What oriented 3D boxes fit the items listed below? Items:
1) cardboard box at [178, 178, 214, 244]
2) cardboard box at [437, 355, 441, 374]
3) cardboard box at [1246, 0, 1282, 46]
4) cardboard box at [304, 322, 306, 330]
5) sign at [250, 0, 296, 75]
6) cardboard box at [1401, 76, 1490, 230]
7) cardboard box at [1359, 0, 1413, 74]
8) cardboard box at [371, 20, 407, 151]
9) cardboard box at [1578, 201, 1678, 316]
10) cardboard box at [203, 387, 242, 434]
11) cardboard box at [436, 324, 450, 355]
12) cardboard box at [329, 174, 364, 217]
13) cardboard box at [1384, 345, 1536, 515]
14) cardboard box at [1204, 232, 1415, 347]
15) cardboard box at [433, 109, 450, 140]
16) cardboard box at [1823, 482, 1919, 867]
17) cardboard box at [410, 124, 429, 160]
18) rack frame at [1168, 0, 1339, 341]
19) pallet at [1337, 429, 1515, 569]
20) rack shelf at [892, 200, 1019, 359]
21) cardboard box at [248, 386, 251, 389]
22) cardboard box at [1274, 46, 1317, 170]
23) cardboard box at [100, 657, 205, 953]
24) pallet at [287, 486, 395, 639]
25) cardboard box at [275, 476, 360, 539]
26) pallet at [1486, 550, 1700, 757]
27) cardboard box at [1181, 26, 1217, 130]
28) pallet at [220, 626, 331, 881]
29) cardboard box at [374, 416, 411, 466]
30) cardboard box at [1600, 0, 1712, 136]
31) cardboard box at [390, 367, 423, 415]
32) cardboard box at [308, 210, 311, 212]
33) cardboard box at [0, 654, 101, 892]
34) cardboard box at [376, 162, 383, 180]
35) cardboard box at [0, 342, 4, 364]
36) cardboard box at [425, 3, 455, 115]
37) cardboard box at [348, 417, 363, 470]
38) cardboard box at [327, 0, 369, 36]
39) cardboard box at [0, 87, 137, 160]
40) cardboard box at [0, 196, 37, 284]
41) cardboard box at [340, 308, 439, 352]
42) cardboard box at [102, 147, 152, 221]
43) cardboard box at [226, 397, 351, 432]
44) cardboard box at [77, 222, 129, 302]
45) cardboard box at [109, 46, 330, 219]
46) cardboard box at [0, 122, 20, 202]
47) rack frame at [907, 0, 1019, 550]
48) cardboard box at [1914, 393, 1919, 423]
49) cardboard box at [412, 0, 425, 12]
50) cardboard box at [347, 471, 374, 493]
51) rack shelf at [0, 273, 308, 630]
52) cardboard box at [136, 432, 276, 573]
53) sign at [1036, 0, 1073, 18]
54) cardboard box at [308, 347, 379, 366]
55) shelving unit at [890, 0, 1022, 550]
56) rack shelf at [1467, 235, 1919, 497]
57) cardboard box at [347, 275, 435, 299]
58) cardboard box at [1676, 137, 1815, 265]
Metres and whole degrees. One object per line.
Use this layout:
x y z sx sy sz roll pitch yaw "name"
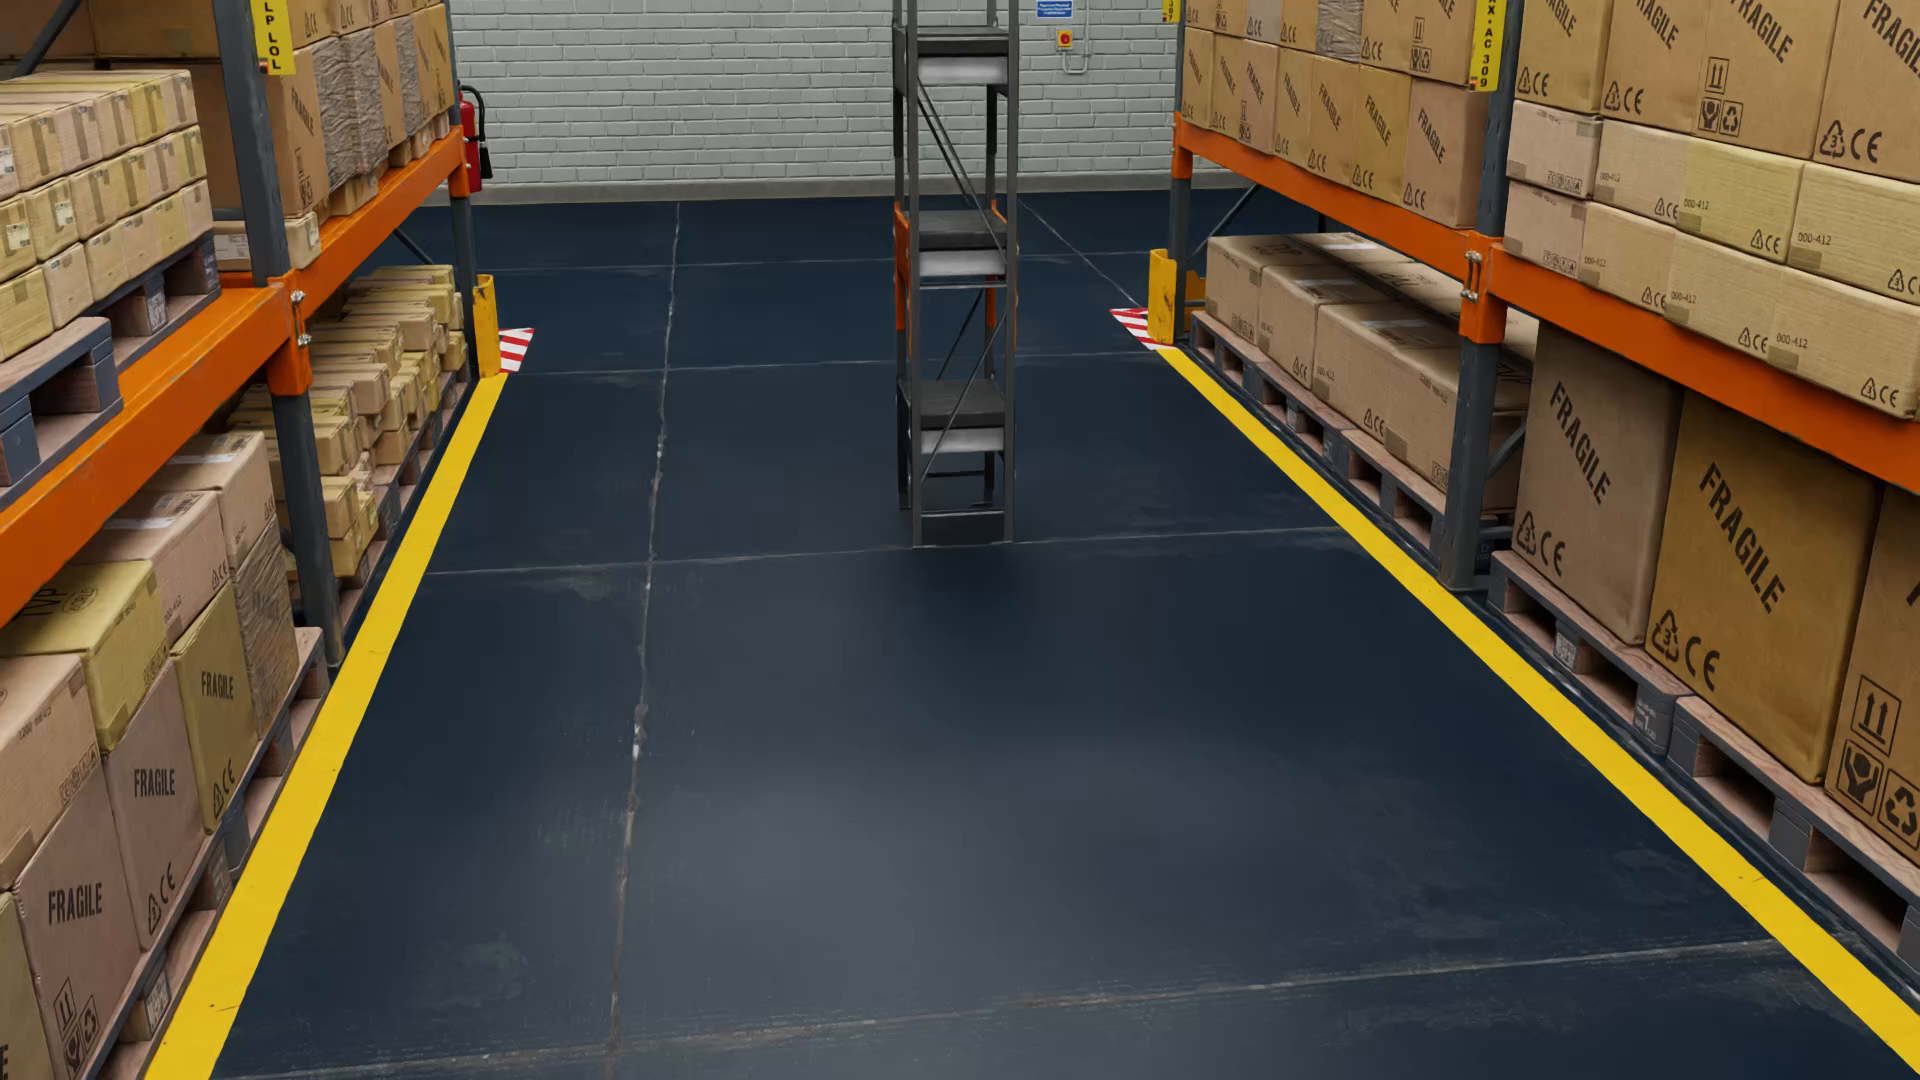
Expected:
-2.324 -0.918 4.645 0.380 0.149 0.250 -3 21 -9 "cardboard box"
-2.781 -0.861 8.208 0.380 0.149 0.250 -3 21 -8 "cardboard box"
1.681 -2.614 7.856 0.500 0.500 0.500 -3 21 -8 "cardboard box"
-3.198 -0.931 7.546 0.380 0.149 0.250 -2 21 -6 "cardboard box"
-2.028 -1.538 4.891 0.100 0.325 0.005 -3 21 -8 "sign"
1.987 -1.445 6.156 0.500 0.500 0.500 -3 21 -7 "cardboard box"
1.900 -2.092 6.457 0.500 0.500 0.500 -3 21 -9 "cardboard box"
-2.621 -1.868 6.862 0.500 0.500 0.500 -2 21 -5 "cardboard box"
2.185 -0.836 4.881 0.500 0.250 0.500 -3 21 -9 "cardboard box"
-2.965 -0.482 6.344 0.380 0.149 0.250 -2 21 -6 "cardboard box"
-2.719 -1.003 8.165 0.380 0.149 0.250 -4 21 -10 "cardboard box"
-2.500 -1.323 6.331 0.380 0.149 0.250 -3 21 -7 "cardboard box"
2.322 -0.470 6.749 0.875 0.438 0.875 -3 21 -9 "cardboard box"
1.924 -1.409 9.262 0.875 0.438 0.875 -4 21 -10 "cardboard box"
-2.827 -2.135 8.504 0.380 0.149 0.250 -3 21 -8 "cardboard box"
2.742 0.380 3.847 0.875 0.875 0.875 -3 21 -7 "cardboard box"
-2.717 -1.873 7.804 0.380 0.149 0.250 -2 21 -6 "cardboard box"
1.730 -2.636 9.486 1.000 3.000 0.127 -3 21 -8 "rack frame"
2.275 -0.212 6.981 1.003 0.211 1.213 -3 21 -8 "pallet"
-0.024 -1.028 6.507 0.431 0.518 0.480 -3 21 -8 "rack shelf"
-3.055 -0.612 7.117 0.380 0.149 0.250 -2 21 -5 "cardboard box"
1.760 -1.979 7.583 0.500 0.500 0.500 -2 21 -6 "cardboard box"
-2.078 0.607 3.776 0.500 0.500 0.500 -3 21 -9 "cardboard box"
-2.709 0.109 6.121 1.003 0.211 1.213 -3 21 -8 "pallet"
-2.313 -0.108 5.768 0.380 0.149 0.250 -2 21 -5 "cardboard box"
2.492 0.319 5.561 1.003 0.211 1.213 -3 21 -8 "pallet"
1.515 -2.502 8.985 0.500 0.500 0.500 -3 21 -8 "cardboard box"
-2.463 0.610 4.782 1.003 0.211 1.213 -3 21 -8 "pallet"
-2.539 -0.417 7.019 0.380 0.149 0.250 -3 21 -9 "cardboard box"
2.186 -1.424 4.671 0.500 0.500 0.500 -3 21 -8 "cardboard box"
-2.545 -0.641 7.195 0.380 0.149 0.250 -3 21 -7 "cardboard box"
-2.405 -1.049 5.596 0.380 0.149 0.250 -2 21 -6 "cardboard box"
-1.992 0.443 3.143 0.500 0.250 0.500 -3 21 -7 "cardboard box"
-2.674 -1.593 7.054 0.380 0.149 0.250 -3 21 -7 "cardboard box"
-2.094 -0.374 3.190 0.380 0.149 0.250 -4 21 -10 "cardboard box"
-2.834 -2.395 8.272 0.500 0.500 0.500 -2 21 -7 "cardboard box"
-2.545 -0.368 6.462 0.380 0.149 0.250 -4 21 -11 "cardboard box"
-2.533 -2.144 6.172 0.500 0.500 0.500 -3 21 -7 "cardboard box"
-2.251 -1.012 4.048 0.380 0.149 0.250 -4 21 -9 "cardboard box"
-2.131 -0.600 3.370 0.380 0.149 0.250 -3 21 -8 "cardboard box"
-2.616 -0.964 7.635 0.380 0.149 0.250 -2 21 -6 "cardboard box"
-2.252 -0.879 4.118 0.380 0.149 0.250 -2 21 -5 "cardboard box"
-2.488 -0.419 6.175 0.380 0.149 0.250 -3 21 -9 "cardboard box"
-2.216 -0.655 3.940 0.380 0.149 0.250 -4 21 -11 "cardboard box"
-2.399 -1.336 5.439 0.500 0.500 0.500 -3 21 -9 "cardboard box"
-2.139 -0.743 3.328 0.380 0.149 0.250 -4 21 -10 "cardboard box"
0.011 -0.956 6.276 0.400 2.100 0.015 -3 21 -8 "rack frame"
2.408 -0.309 3.470 0.500 0.250 0.500 -3 21 -8 "cardboard box"
-2.769 -2.684 7.619 0.500 0.500 0.500 -4 21 -10 "cardboard box"
-2.437 -0.145 6.292 0.380 0.149 0.250 -3 21 -8 "cardboard box"
-2.289 0.063 3.288 1.077 0.370 4.000 -3 21 -8 "rack shelf"
-2.220 -0.098 4.592 0.500 0.250 0.500 -3 21 -9 "cardboard box"
0.838 -4.732 14.713 0.327 0.218 0.001 -3 21 -8 "sign"
-2.625 -0.691 6.902 0.380 0.149 0.250 -4 21 -10 "cardboard box"
-0.024 -1.041 6.502 0.431 2.100 0.503 -3 21 -8 "shelving unit"
2.595 -0.221 4.050 1.077 0.370 4.000 -3 21 -8 "rack shelf"
-2.847 -1.231 8.348 0.380 0.149 0.250 -3 21 -7 "cardboard box"
2.240 -0.893 4.320 0.500 0.250 0.500 -3 21 -7 "cardboard box"
